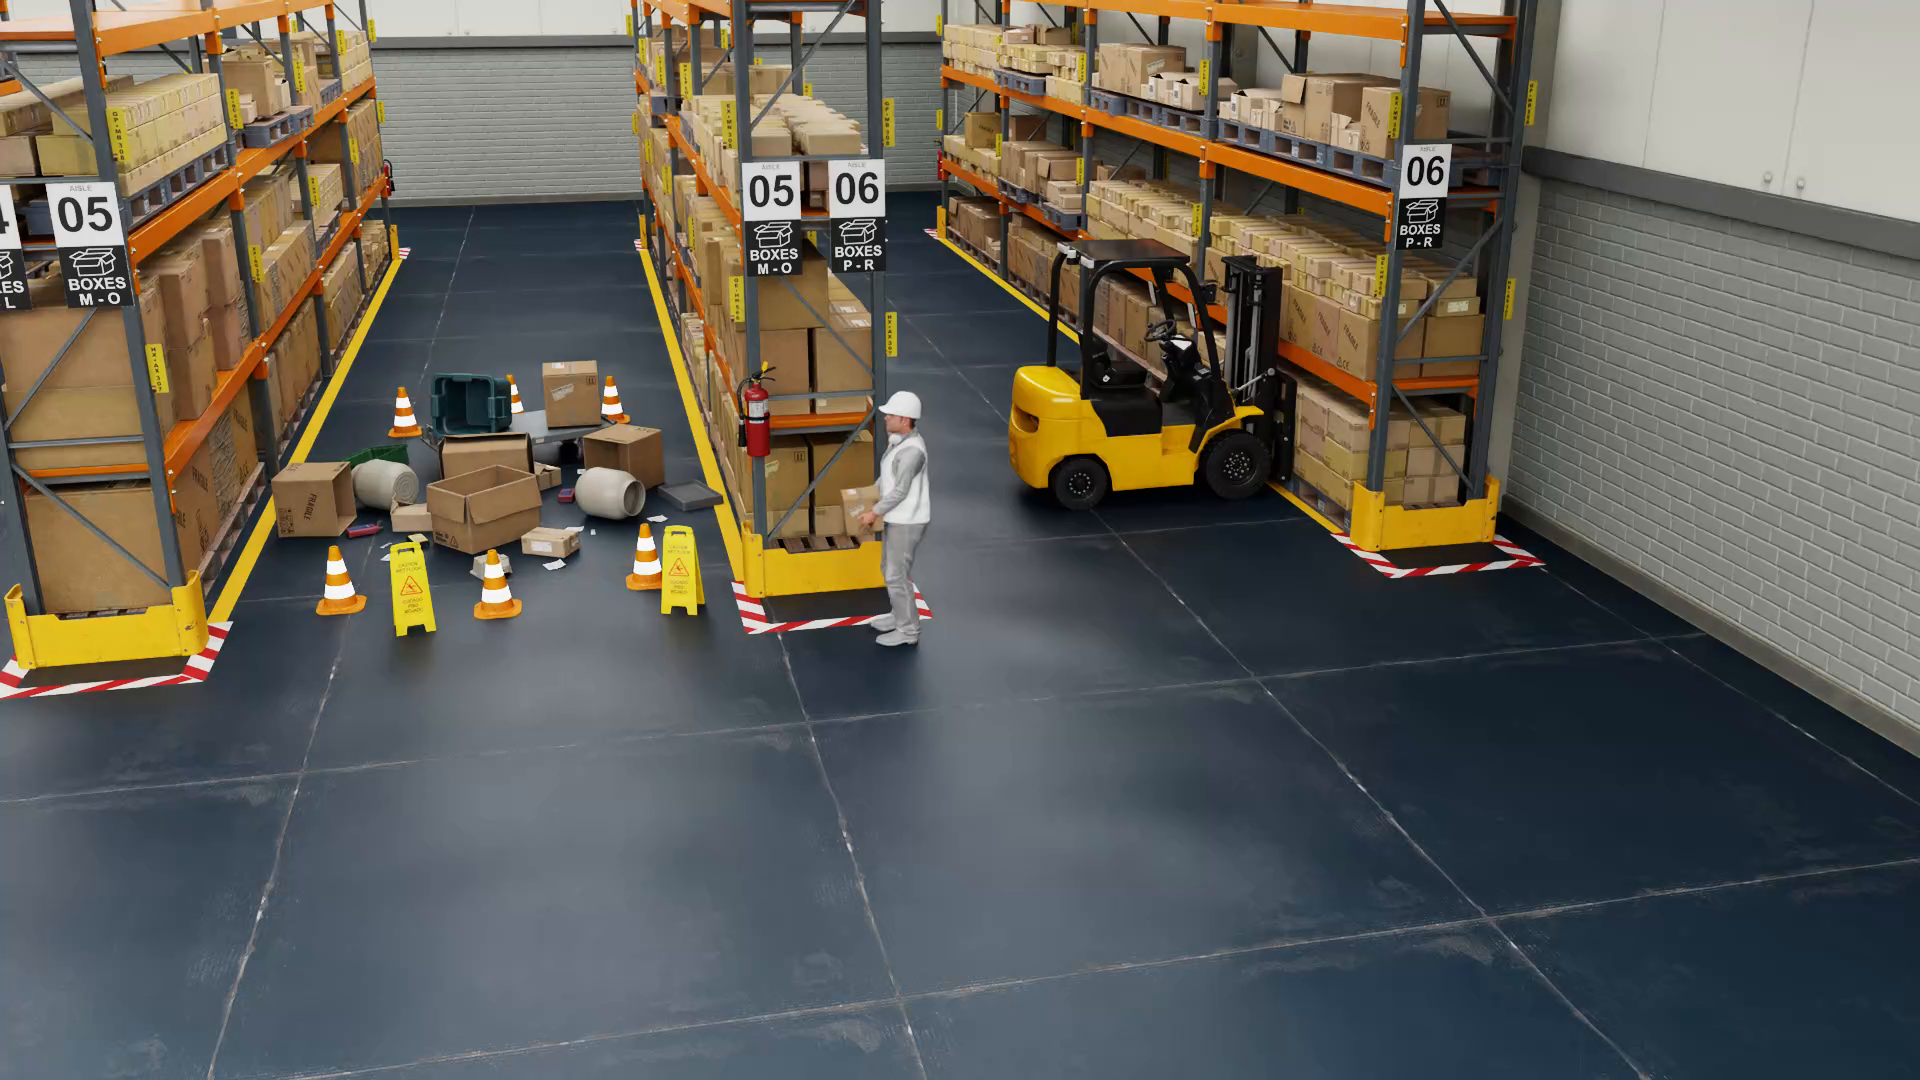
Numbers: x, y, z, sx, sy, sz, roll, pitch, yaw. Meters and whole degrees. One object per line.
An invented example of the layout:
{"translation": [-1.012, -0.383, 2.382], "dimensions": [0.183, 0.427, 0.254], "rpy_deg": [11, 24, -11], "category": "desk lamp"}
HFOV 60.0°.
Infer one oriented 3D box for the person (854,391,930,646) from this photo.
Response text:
{"translation": [-0.475, -0.154, 11.459], "dimensions": [0.529, 1.778, 0.528], "rpy_deg": [-3, 20, -8], "category": "person"}
